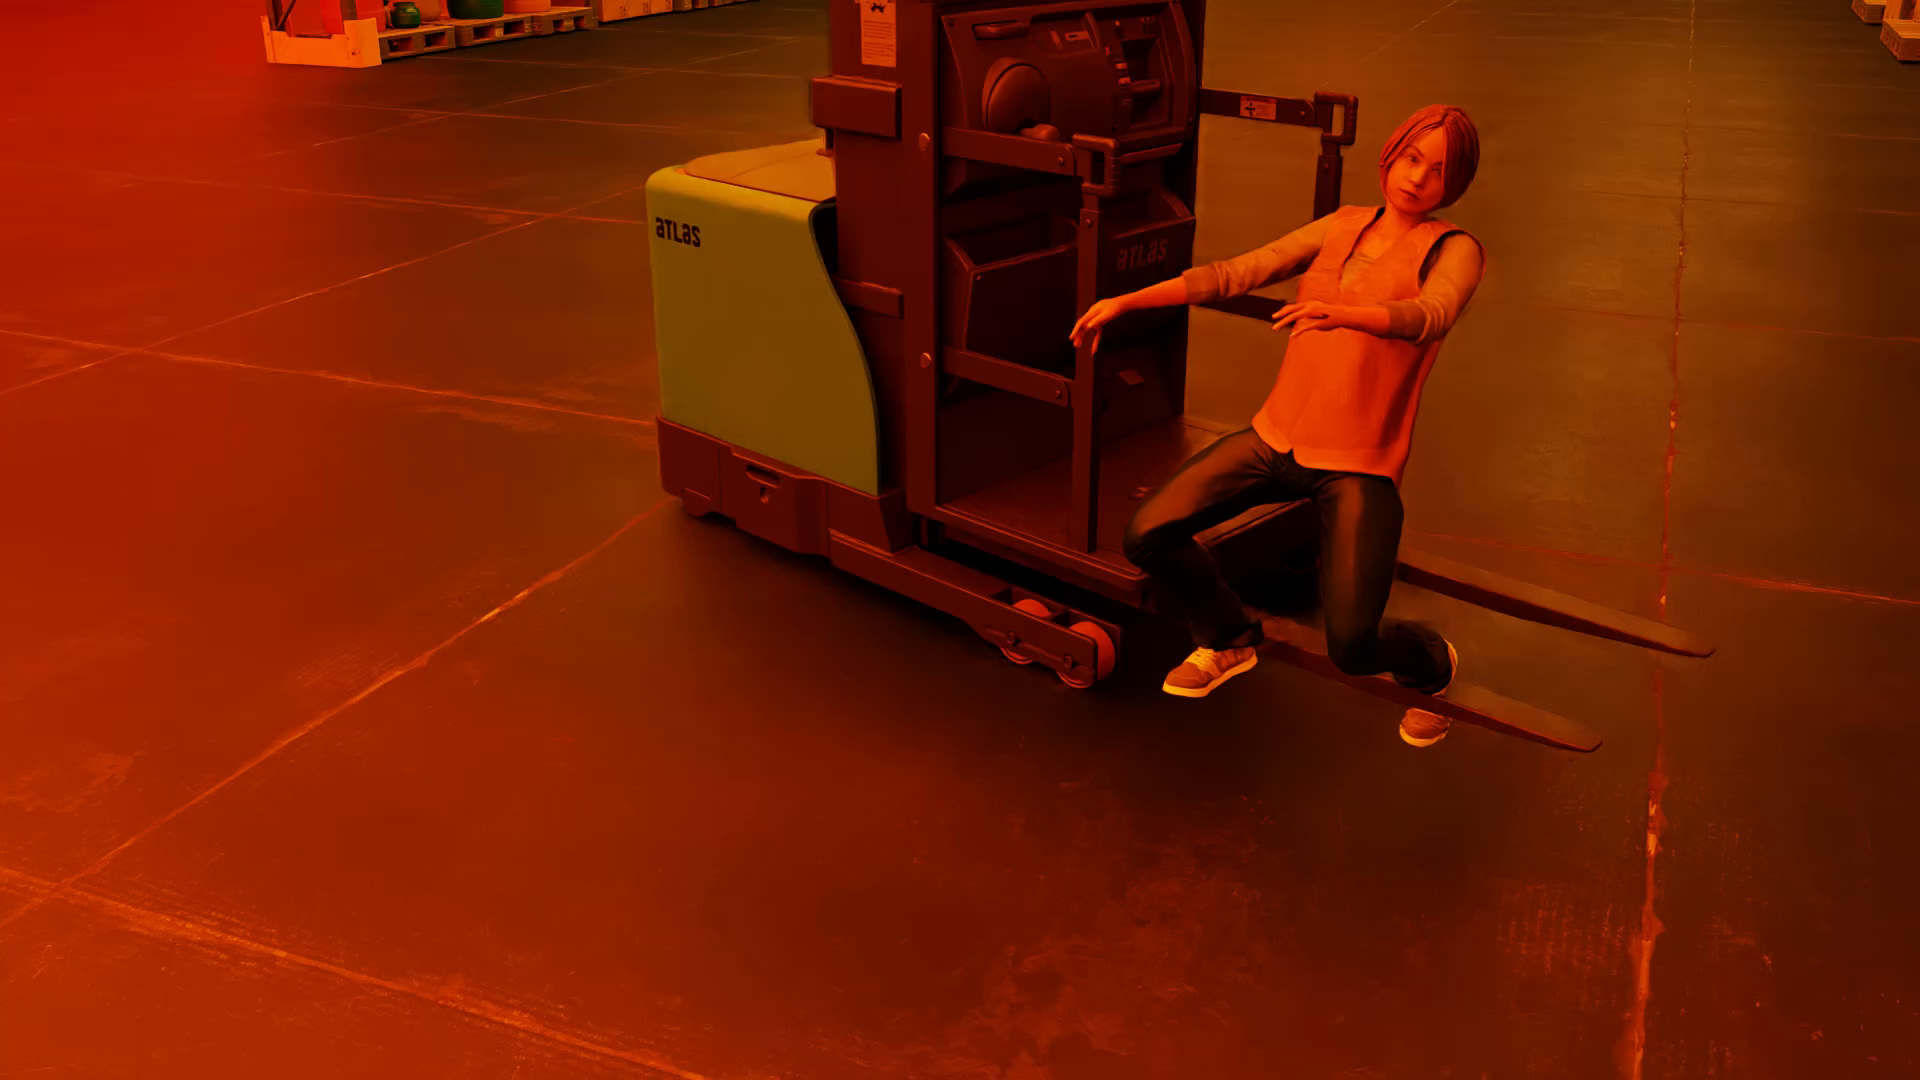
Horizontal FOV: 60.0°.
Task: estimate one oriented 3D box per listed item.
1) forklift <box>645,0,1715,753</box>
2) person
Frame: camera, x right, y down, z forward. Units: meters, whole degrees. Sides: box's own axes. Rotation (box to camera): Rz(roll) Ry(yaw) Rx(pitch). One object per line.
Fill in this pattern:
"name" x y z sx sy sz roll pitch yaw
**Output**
"forklift" 0.455 -1.204 4.173 3.031 2.935 1.130 20 30 40
"person" 0.662 -0.218 3.547 0.738 1.367 0.768 -21 30 -40
